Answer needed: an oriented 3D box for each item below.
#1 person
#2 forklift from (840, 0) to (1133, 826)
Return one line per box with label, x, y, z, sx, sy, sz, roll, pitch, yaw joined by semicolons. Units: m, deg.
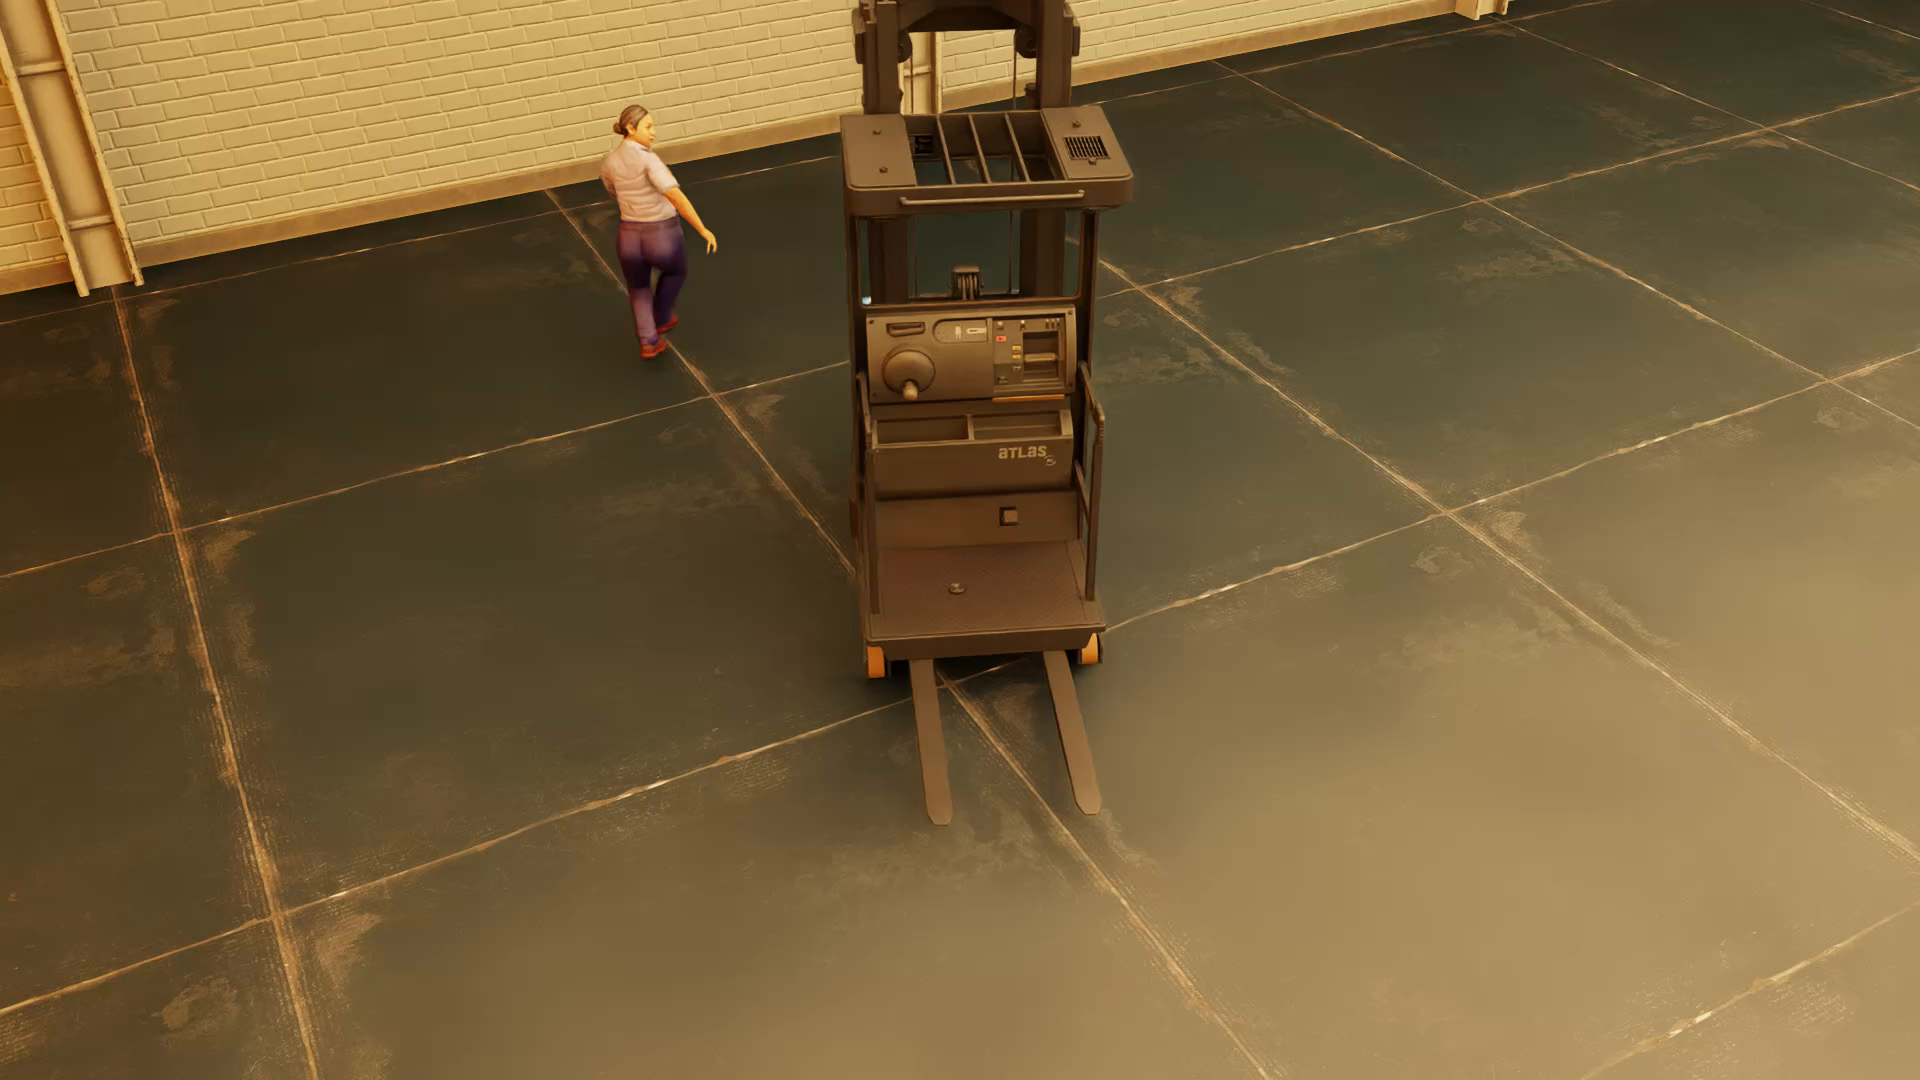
person;-1.767;-1.856;10.001;0.776;1.530;0.800;7;36;10
forklift;0.077;-0.760;7.199;1.130;2.935;3.031;-3;35;-5
